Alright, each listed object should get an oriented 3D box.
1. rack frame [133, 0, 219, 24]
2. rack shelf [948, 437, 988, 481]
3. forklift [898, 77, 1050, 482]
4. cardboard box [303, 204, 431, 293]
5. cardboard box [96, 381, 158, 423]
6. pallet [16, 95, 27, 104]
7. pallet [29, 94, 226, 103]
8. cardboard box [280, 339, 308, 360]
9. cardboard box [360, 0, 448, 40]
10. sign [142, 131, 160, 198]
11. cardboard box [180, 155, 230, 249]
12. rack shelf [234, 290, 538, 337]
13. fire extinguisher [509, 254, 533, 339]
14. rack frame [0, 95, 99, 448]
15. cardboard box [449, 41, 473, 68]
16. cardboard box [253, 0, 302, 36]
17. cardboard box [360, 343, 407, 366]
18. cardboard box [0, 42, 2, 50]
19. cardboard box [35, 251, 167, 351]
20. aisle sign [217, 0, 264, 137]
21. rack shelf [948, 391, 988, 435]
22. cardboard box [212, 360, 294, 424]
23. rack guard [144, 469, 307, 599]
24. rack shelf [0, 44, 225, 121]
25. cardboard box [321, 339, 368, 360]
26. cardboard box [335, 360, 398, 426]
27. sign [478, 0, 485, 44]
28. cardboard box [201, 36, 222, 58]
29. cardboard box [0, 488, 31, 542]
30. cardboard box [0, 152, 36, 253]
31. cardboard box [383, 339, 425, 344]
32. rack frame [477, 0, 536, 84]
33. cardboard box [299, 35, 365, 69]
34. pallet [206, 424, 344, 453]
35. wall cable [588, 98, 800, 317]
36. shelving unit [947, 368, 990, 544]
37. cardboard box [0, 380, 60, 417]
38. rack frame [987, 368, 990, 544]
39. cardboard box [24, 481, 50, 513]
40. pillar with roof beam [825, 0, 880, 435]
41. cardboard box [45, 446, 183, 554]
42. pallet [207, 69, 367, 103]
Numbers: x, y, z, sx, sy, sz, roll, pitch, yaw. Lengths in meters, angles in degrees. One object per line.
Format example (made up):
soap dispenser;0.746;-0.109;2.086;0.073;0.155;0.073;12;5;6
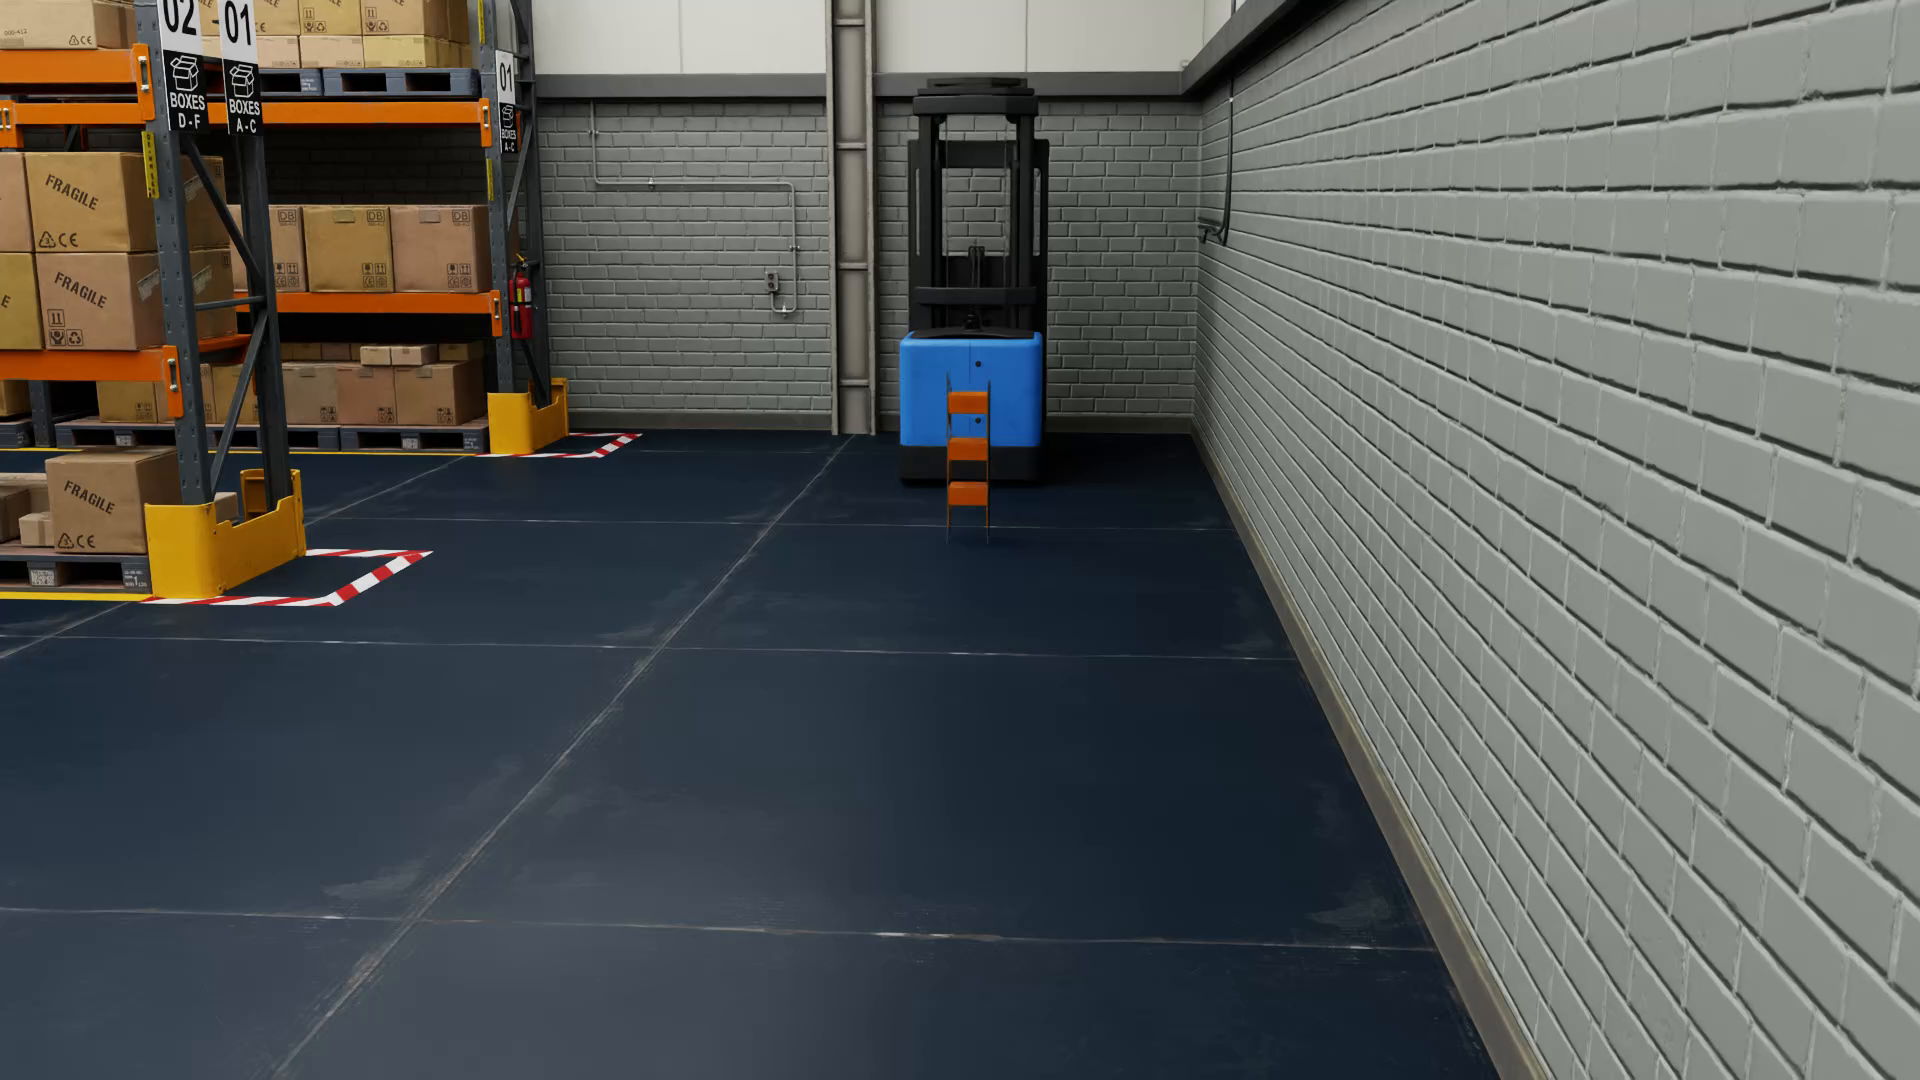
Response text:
rack frame;-4.007;-4.212;8.427;0.127;3.000;1.000;1;12;4
rack shelf;0.053;-0.503;10.159;0.240;0.259;0.215;1;12;4
forklift;0.154;-2.111;13.202;1.130;2.935;3.031;1;12;3
cardboard box;-4.916;-2.447;13.909;0.700;0.700;0.980;1;12;3
cardboard box;-6.931;-1.293;14.205;0.500;0.500;0.700;1;12;4
pallet;-8.589;-3.720;13.865;1.217;0.209;0.805;0;12;1
pallet;-6.855;-3.754;13.779;1.213;0.211;1.003;1;12;4
cardboard box;-5.764;-1.636;14.260;0.250;0.149;0.380;1;12;3
cardboard box;-4.428;-4.259;13.239;0.500;0.500;0.500;1;12;4
sign;-4.064;-1.884;8.350;0.005;0.325;0.100;1;12;4
cardboard box;-4.432;-1.874;9.215;0.500;0.500;0.500;1;12;5
rack shelf;-5.675;-1.963;14.084;4.000;0.370;1.077;1;12;4
fire extinguisher;-3.560;-1.971;13.465;0.183;0.674;0.296;1;12;4
rack frame;-7.671;-2.343;14.141;0.127;3.000;1.000;1;12;4
cardboard box;-4.392;-3.997;13.822;0.500;0.250;0.500;1;12;7
cardboard box;-5.448;-4.273;13.308;0.500;0.500;0.500;0;12;1
cardboard box;-4.780;-1.544;13.821;0.250;0.149;0.380;1;12;5
cardboard box;-5.035;-2.633;8.569;0.500;0.250;0.500;1;12;4
cardboard box;-4.472;-1.275;8.795;0.500;0.500;0.500;1;12;5
aisle sign;-3.919;-2.607;9.058;0.004;0.787;0.394;1;12;4
rack shelf;0.053;-0.781;10.101;0.240;0.259;0.215;1;12;4
cardboard box;-5.918;-1.278;14.133;0.500;0.500;0.700;1;12;5
rack guard;-4.083;-0.053;9.302;0.348;0.500;1.175;1;12;4
rack shelf;-6.002;-2.419;8.939;4.000;0.370;1.077;1;12;4
cardboard box;-5.256;-1.629;14.226;0.250;0.149;0.380;1;12;5
cardboard box;-4.884;-1.266;14.073;0.500;0.500;0.700;1;12;4
sign;-3.730;-4.040;12.961;0.005;0.325;0.100;1;12;4
cardboard box;-5.979;-3.913;13.420;0.500;0.250;0.500;0;12;2
cardboard box;-5.512;-0.122;9.164;0.500;0.250;0.500;1;12;4
cardboard box;-4.973;-1.771;8.722;0.500;0.500;0.500;1;12;5
cardboard box;-4.752;-1.622;14.194;0.250;0.149;0.380;1;12;4
rack frame;-3.680;-5.224;13.265;0.127;3.000;1.000;1;12;4
cardboard box;-4.947;-3.900;13.356;0.500;0.250;0.500;0;12;2
pallet;-5.697;-0.935;14.223;1.213;0.211;1.003;1;12;4
wall cable;-2.339;-2.961;14.616;1.851;1.984;0.084;1;12;4
shelving unit;0.053;-0.513;10.157;0.252;1.050;0.215;1;12;4
cardboard box;-8.328;-1.478;14.234;0.750;0.750;0.750;1;12;4
rack frame;0.175;-0.511;10.149;0.008;1.050;0.200;1;12;4
cardboard box;-5.029;-0.218;9.623;0.500;0.250;0.500;1;12;4
pillar with roof beam;-1.215;-4.485;9.729;0.400;9.000;9.100;1;12;4
cardboard box;-4.566;-0.225;9.047;0.500;0.500;0.500;1;12;4
pallet;-5.641;-3.737;13.697;1.213;0.211;1.003;1;12;4
